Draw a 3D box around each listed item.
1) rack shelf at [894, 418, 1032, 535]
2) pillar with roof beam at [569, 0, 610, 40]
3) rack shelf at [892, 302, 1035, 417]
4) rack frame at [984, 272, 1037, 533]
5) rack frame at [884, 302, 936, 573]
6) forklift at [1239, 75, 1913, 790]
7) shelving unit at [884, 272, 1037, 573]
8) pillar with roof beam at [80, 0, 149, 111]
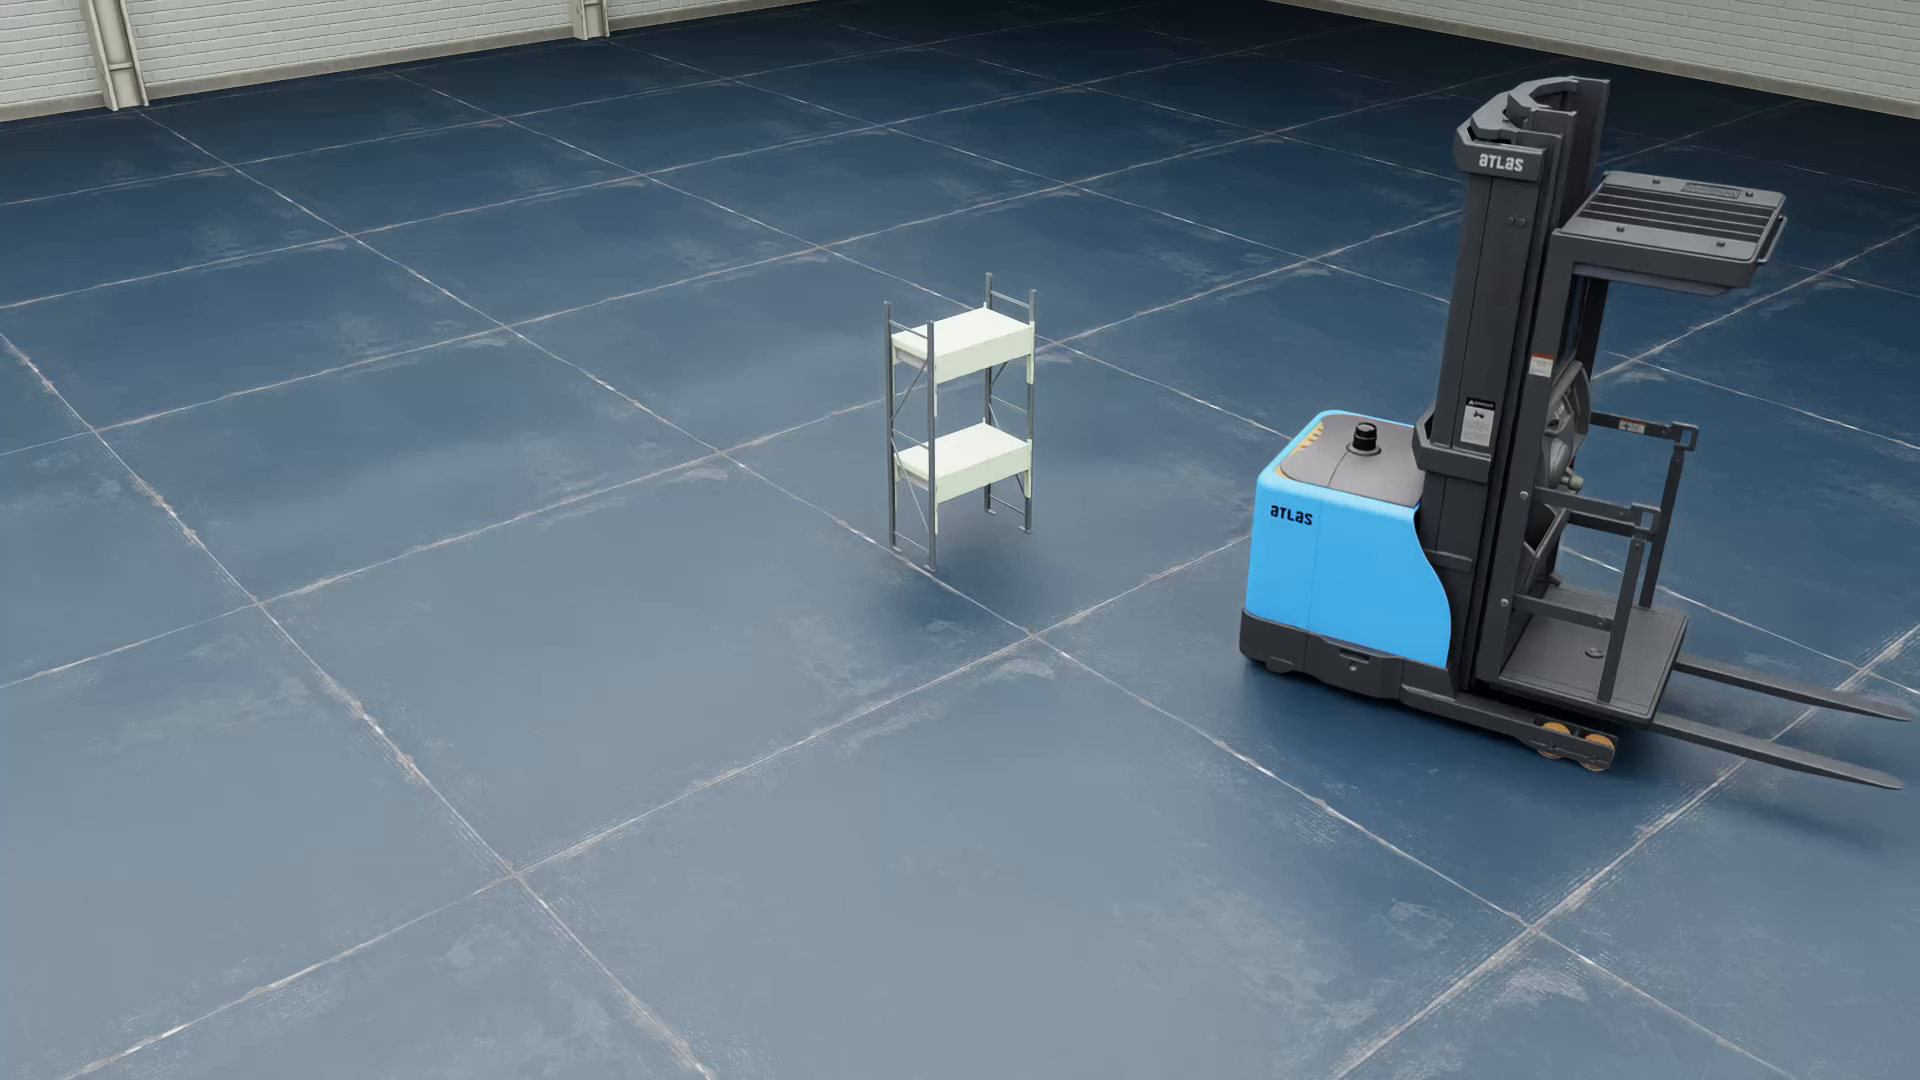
[{"bbox_3d":[0.005,-0.376,9.554,0.720,0.370,0.431,-22,35,-35],"label":"rack shelf"},{"bbox_3d":[-2.196,-9.246,17.503,0.400,9.000,9.100,-22,35,-35],"label":"pillar with roof beam"},{"bbox_3d":[0.005,-1.008,9.216,0.720,0.370,0.431,-22,35,-35],"label":"rack shelf"},{"bbox_3d":[0.284,-0.775,9.610,0.023,1.500,0.400,-22,35,-35],"label":"rack frame"},{"bbox_3d":[-0.273,-0.552,9.191,0.023,1.500,0.400,-22,35,-35],"label":"rack frame"},{"bbox_3d":[2.967,-0.505,7.586,3.031,2.935,1.130,15,32,26],"label":"forklift"},{"bbox_3d":[0.005,-0.664,9.400,0.755,1.500,0.431,-22,35,-35],"label":"shelving unit"},{"bbox_3d":[-6.760,-7.410,14.068,0.400,9.000,9.100,-22,35,-35],"label":"pillar with roof beam"}]
